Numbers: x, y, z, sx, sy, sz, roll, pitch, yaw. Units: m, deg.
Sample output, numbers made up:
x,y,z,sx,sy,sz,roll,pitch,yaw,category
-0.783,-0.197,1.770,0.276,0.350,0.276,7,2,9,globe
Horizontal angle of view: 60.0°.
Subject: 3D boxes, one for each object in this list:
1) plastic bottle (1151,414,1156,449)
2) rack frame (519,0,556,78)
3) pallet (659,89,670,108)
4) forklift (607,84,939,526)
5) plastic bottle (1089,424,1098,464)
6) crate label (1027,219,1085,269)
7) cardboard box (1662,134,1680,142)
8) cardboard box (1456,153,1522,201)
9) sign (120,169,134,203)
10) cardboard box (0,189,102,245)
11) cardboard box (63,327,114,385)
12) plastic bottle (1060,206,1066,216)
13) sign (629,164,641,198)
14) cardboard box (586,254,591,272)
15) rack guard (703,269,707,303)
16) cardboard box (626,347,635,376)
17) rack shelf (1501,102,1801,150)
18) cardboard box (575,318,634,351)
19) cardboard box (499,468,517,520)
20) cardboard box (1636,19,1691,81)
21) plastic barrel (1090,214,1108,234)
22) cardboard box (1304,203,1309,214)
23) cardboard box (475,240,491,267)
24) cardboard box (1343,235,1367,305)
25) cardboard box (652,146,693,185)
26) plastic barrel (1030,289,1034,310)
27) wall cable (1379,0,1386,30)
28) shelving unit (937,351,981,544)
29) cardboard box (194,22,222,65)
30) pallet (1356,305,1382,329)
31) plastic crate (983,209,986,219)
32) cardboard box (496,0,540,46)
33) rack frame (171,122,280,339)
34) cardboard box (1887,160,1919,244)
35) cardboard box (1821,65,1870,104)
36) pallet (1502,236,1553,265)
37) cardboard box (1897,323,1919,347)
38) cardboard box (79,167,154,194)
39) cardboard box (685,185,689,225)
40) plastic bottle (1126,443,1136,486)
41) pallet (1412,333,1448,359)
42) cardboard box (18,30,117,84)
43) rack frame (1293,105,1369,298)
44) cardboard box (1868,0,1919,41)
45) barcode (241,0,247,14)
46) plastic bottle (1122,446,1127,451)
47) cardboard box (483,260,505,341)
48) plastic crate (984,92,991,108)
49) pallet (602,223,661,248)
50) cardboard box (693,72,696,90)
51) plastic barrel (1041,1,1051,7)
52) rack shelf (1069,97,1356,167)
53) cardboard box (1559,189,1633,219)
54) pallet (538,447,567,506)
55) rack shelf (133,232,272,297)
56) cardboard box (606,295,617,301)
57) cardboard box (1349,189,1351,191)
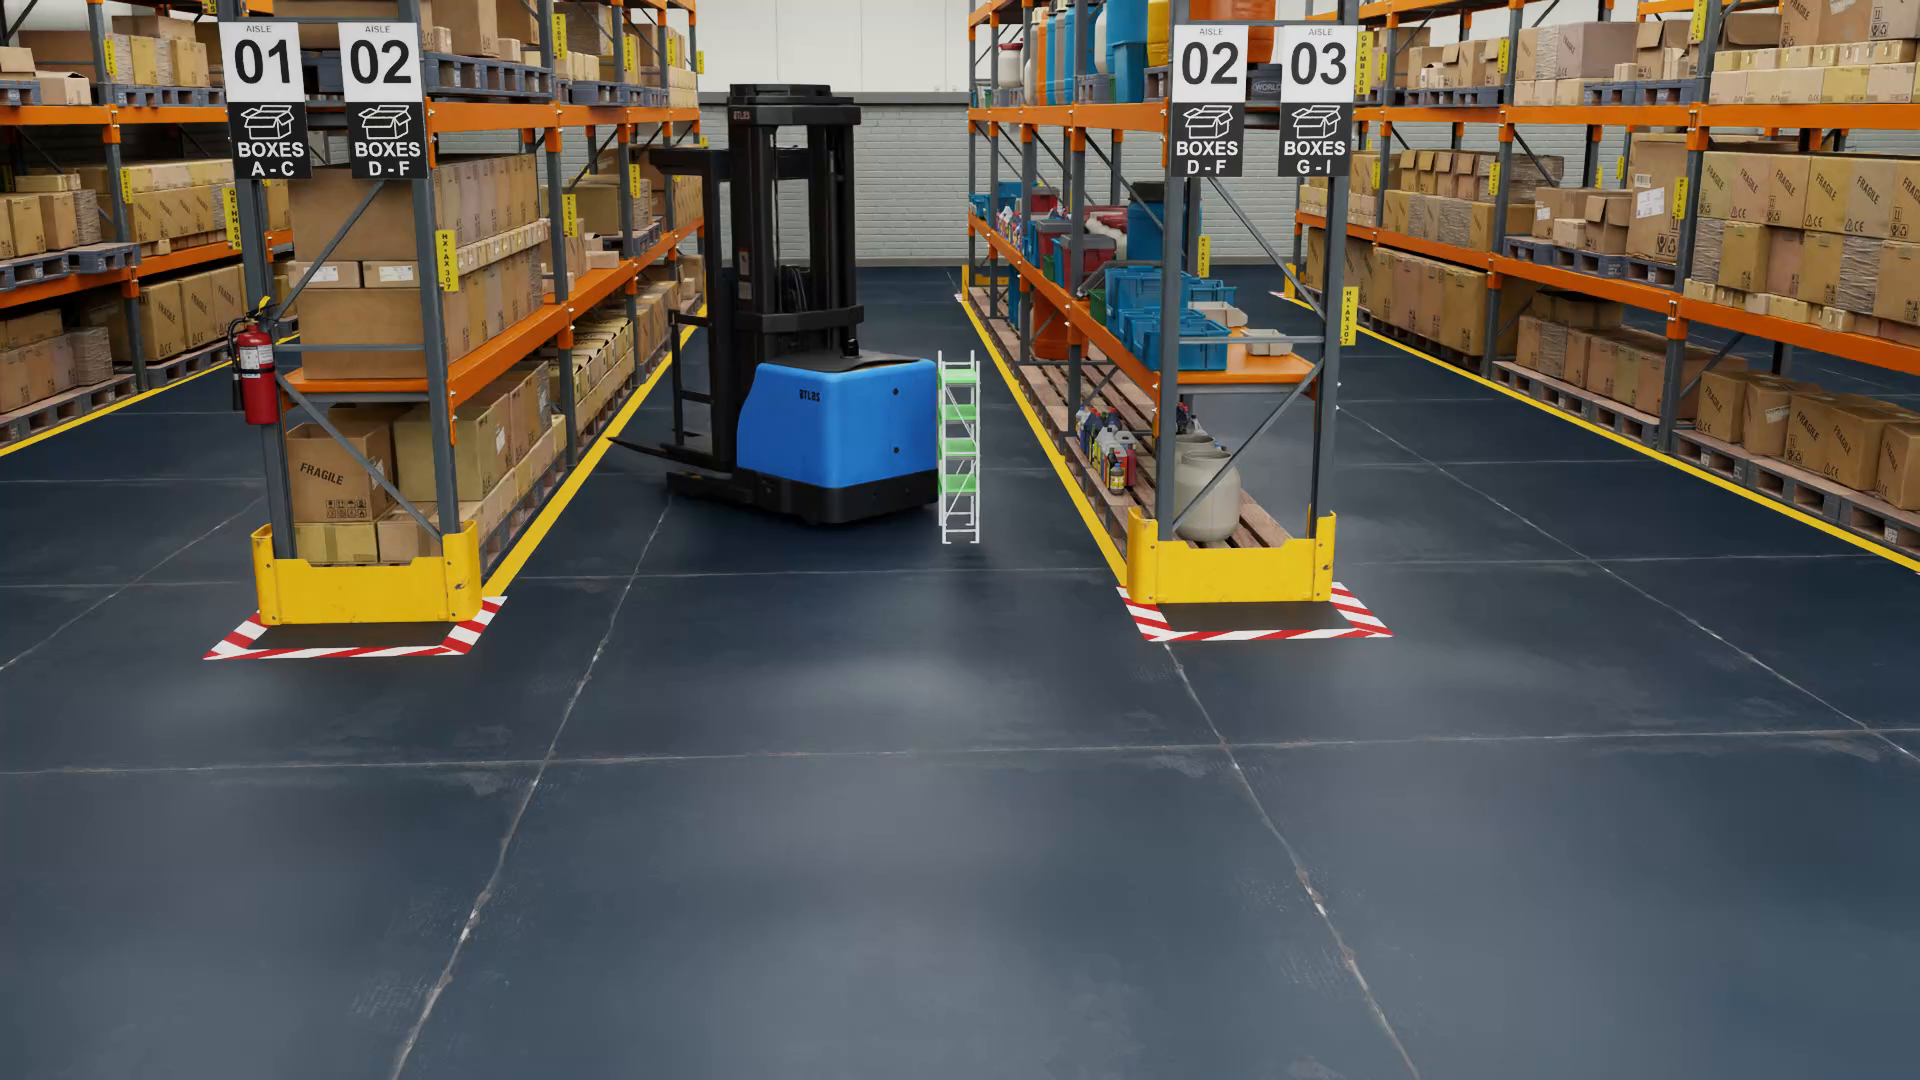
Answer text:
x,y,z,sx,sy,sz,roll,pitch,yaw,category
1.563,-0.882,12.867,0.144,0.351,0.185,-1,14,-3,plastic bottle
-3.565,-4.940,12.165,1.000,3.000,0.127,-1,14,-3,rack frame
-4.090,-5.222,19.660,1.213,0.211,1.003,-1,14,-3,pallet
-1.535,-1.810,12.179,1.130,2.935,3.031,-14,20,-43,forklift
0.996,-0.711,12.340,0.061,0.283,0.133,0,14,-1,plastic bottle
0.923,-2.870,16.091,0.502,0.435,0.616,-1,14,-3,crate label
10.347,-5.528,23.687,0.500,0.500,0.500,-1,14,-5,cardboard box
6.008,-4.059,18.570,0.797,0.503,0.637,-1,14,-2,cardboard box
-8.215,-3.485,16.385,0.100,0.325,0.005,-1,14,-3,sign
-8.717,-3.096,15.957,0.700,0.500,0.500,-3,15,-10,cardboard box
-8.660,-1.776,16.042,0.700,0.500,0.500,-1,14,-3,cardboard box
1.267,-3.852,20.076,0.144,0.351,0.185,-1,14,-3,plastic bottle
-3.259,-3.599,16.671,0.100,0.325,0.005,-1,14,-3,sign
-3.677,-2.591,15.581,0.380,0.149,0.250,0,14,1,cardboard box
-4.303,-3.789,24.750,1.175,0.500,0.348,-1,14,-3,rack guard
-3.536,-1.774,16.575,0.500,0.250,0.500,-1,14,-2,cardboard box
6.199,-3.788,15.152,1.077,0.370,4.000,-1,14,-3,rack shelf
-3.534,-2.046,16.508,0.500,0.311,0.500,-1,14,-2,cardboard box
-3.193,-0.297,10.834,0.500,0.250,0.500,-1,14,-3,cardboard box
6.333,-4.245,14.435,0.797,0.503,0.637,0,14,-1,cardboard box
1.435,-2.801,15.670,0.421,0.512,0.421,0,14,0,plastic barrel
5.289,-4.892,24.523,0.380,0.149,0.250,-1,14,-4,cardboard box
-3.208,-1.823,10.590,0.380,0.149,0.250,-1,14,-4,cardboard box
5.811,-3.739,22.961,0.875,0.875,0.875,-1,14,-3,cardboard box
-3.905,-5.063,22.475,0.500,0.500,0.500,0,14,-2,cardboard box
1.014,-2.542,18.884,0.600,0.588,0.708,-1,14,-3,plastic barrel
8.669,-11.093,29.626,2.277,5.999,0.120,-1,14,-3,wall cable
-0.010,-0.622,11.037,0.258,1.200,0.503,-1,14,-3,shelving unit
-9.280,-6.111,20.492,0.500,0.500,0.500,-1,14,-4,cardboard box
5.858,-3.016,22.323,1.003,0.211,1.213,-1,14,-3,pallet
0.476,-4.429,22.629,0.293,0.136,0.466,-1,14,-3,plastic crate
-3.563,-4.135,13.010,0.500,0.500,0.500,-1,14,-3,cardboard box
-9.004,-3.946,20.344,1.000,3.000,0.127,-1,14,-3,rack frame
6.253,-2.125,10.462,0.500,0.500,0.500,-1,14,-3,cardboard box
6.194,-3.064,11.197,0.500,0.250,0.500,-1,14,-4,cardboard box
6.226,-2.912,16.711,1.213,0.211,1.003,-1,14,-3,pallet
6.265,-1.323,10.654,0.380,0.149,0.250,-1,14,-3,cardboard box
-8.529,-3.641,16.815,0.500,0.250,0.500,-1,14,-2,cardboard box
-3.883,-4.455,22.120,0.500,0.500,0.500,-1,14,-4,cardboard box
1.194,-0.527,11.624,0.061,0.283,0.133,-1,14,-3,plastic bottle
6.029,-2.330,19.660,1.003,0.211,1.213,-1,14,-3,pallet
-8.843,-4.783,16.493,0.700,0.500,0.500,-2,15,-8,cardboard box
5.580,-5.171,25.102,1.000,3.000,0.127,-1,14,-3,rack frame
6.222,-3.460,10.634,0.500,0.500,0.500,-1,14,-3,cardboard box
-3.817,-2.841,8.863,0.001,0.075,0.075,-1,14,-3,barcode
1.183,-0.574,11.971,0.097,0.201,0.097,0,14,0,plastic bottle
-3.432,-1.589,10.982,0.700,0.500,0.500,0,14,-2,cardboard box
0.556,-5.550,20.983,0.450,0.188,0.662,-1,14,-3,plastic crate
-3.937,-3.420,18.682,1.003,0.211,1.213,-1,14,-3,pallet
-4.022,-6.517,23.613,0.500,0.250,0.500,-1,14,-3,cardboard box
1.100,-5.110,17.142,0.600,0.830,0.708,-1,14,-3,plastic barrel
1.503,-2.717,10.989,1.077,0.370,4.000,-1,14,-3,rack shelf
6.283,-3.162,16.252,0.700,0.500,0.500,1,14,5,cardboard box
-3.557,-0.485,12.489,1.003,0.211,1.213,-1,14,-3,pallet
-8.880,-3.101,18.501,1.077,0.370,4.000,-1,14,-3,rack shelf
-4.175,-2.520,18.933,0.500,0.500,0.500,-1,14,-6,cardboard box
5.444,-4.735,23.112,0.500,0.250,0.500,-1,14,-5,cardboard box
